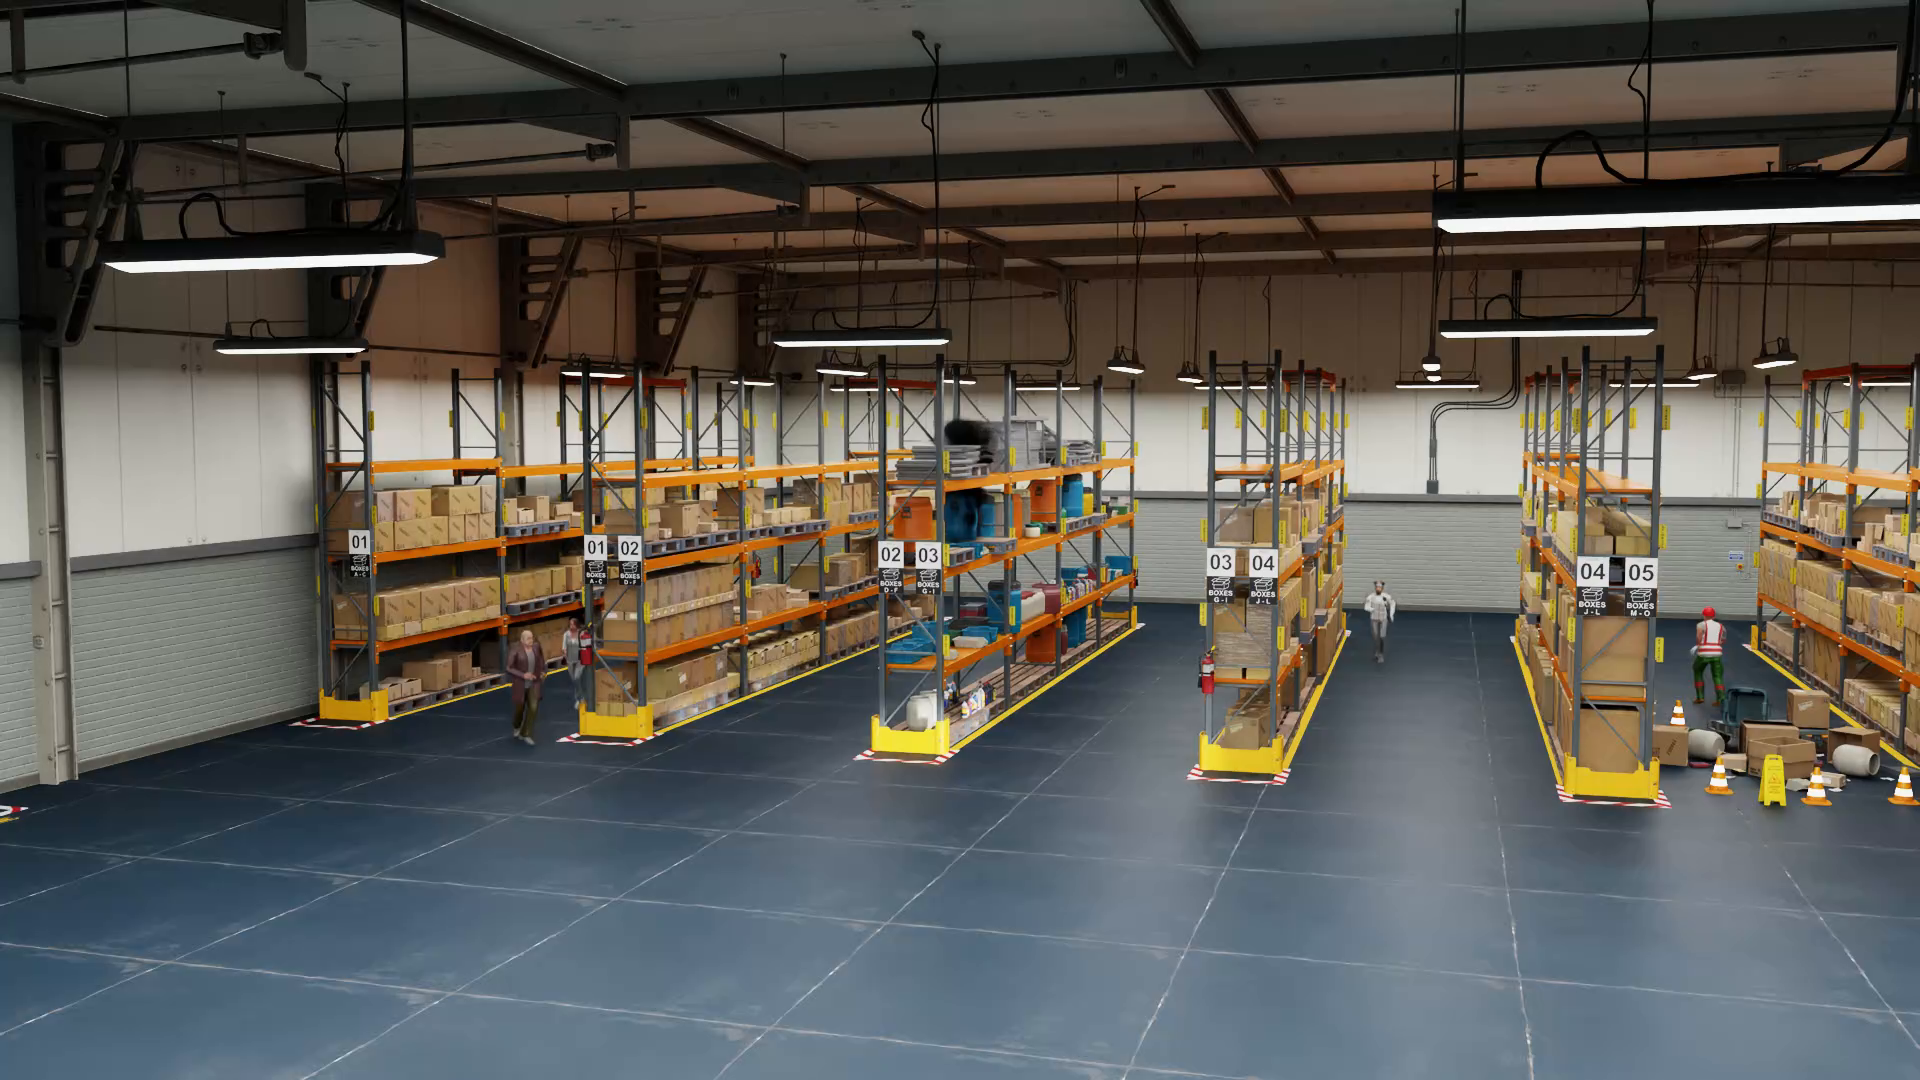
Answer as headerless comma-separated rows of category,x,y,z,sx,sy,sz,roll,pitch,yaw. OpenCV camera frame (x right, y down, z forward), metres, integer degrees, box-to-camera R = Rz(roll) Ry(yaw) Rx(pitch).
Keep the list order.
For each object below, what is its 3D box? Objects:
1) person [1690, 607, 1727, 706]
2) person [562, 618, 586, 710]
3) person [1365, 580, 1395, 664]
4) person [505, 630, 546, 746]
person,13.106,2.056,29.102,0.686,1.750,0.992,0,4,5
person,-6.689,2.154,28.988,0.462,1.616,0.792,1,4,9
person,8.708,1.696,34.539,0.583,1.738,0.811,1,4,20
person,-6.806,2.276,25.983,0.694,1.787,0.880,-2,5,-29
